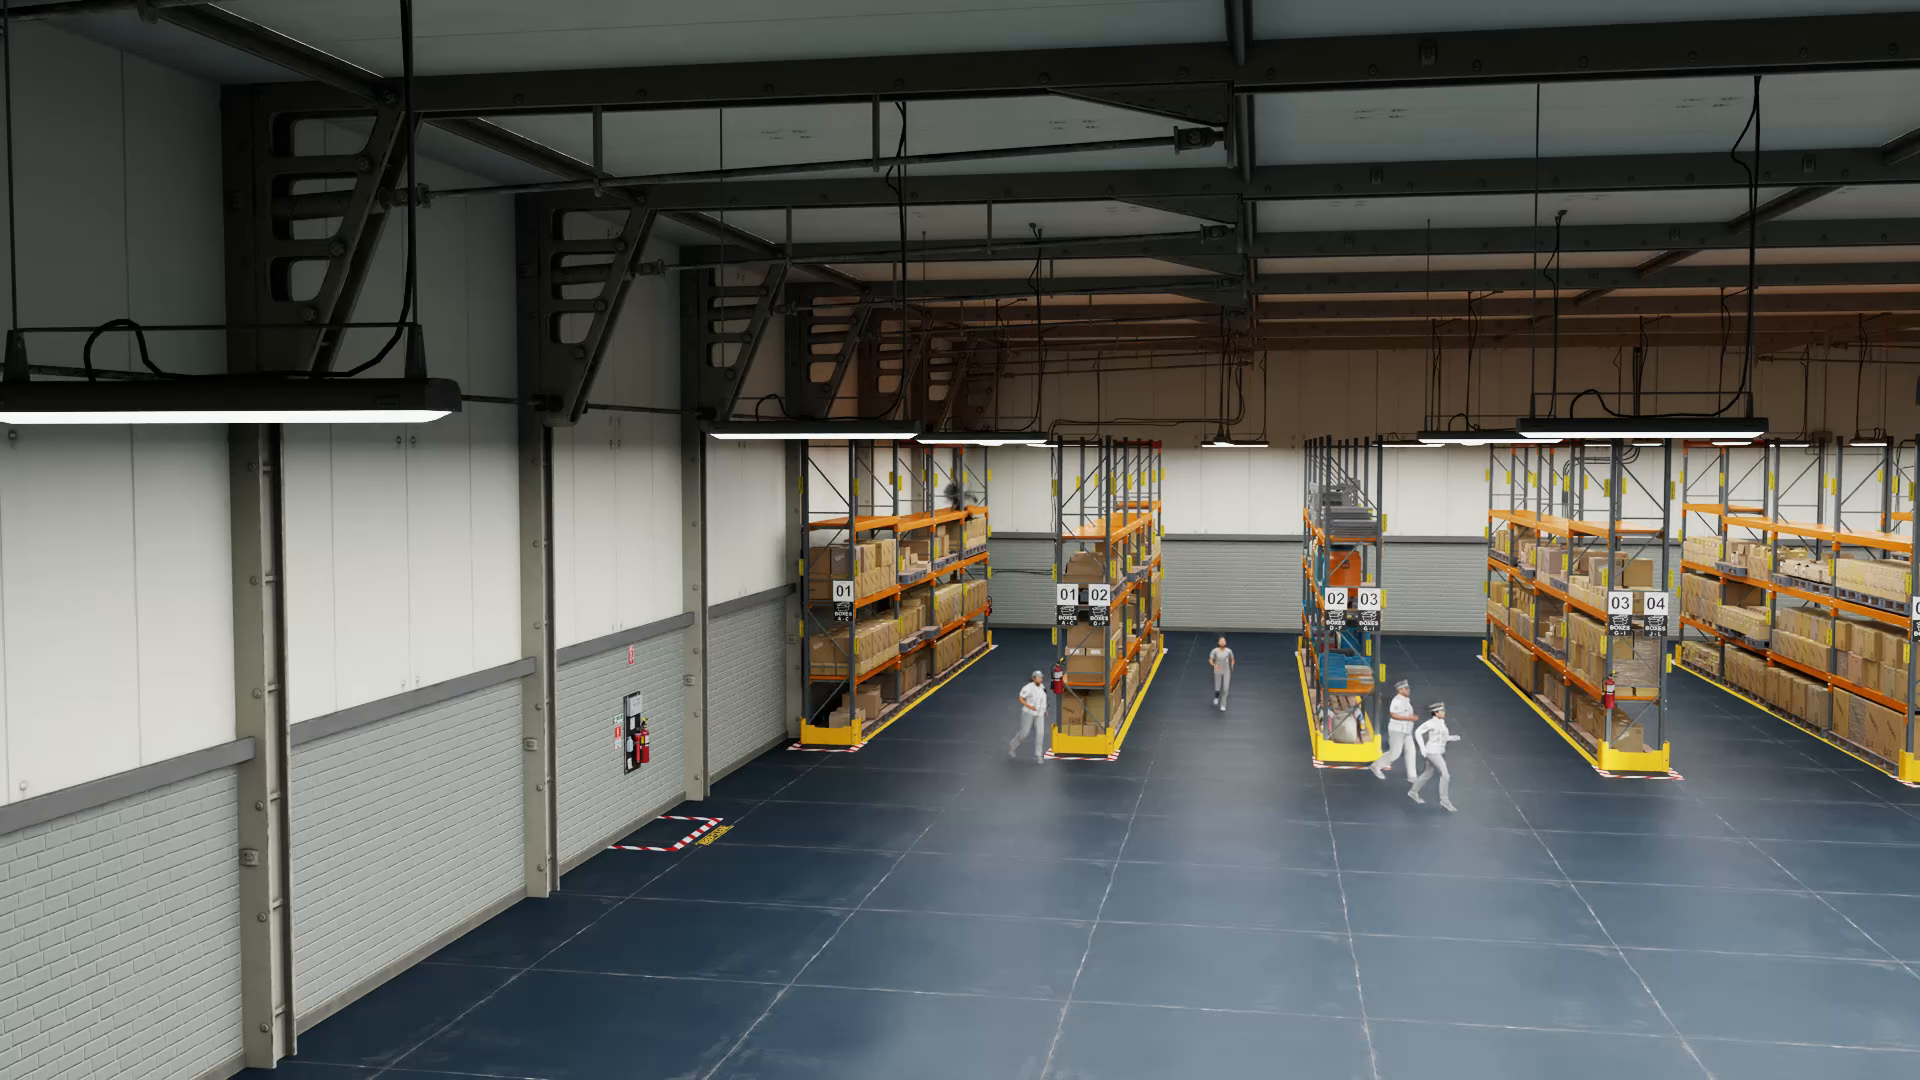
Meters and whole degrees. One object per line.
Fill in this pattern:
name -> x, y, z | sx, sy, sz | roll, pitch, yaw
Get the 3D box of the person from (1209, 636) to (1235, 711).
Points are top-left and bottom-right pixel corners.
person -> 5.779, 2.927, 36.644 | 0.565, 1.619, 0.641 | 0, 3, 0

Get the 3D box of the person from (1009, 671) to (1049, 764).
person -> 1.370, 3.237, 30.660 | 0.692, 1.649, 0.924 | -2, 4, -30

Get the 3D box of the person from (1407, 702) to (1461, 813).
person -> 7.544, 3.433, 26.496 | 0.848, 1.739, 0.580 | 2, 4, 31

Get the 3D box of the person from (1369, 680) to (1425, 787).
person -> 7.542, 3.291, 28.539 | 0.952, 1.806, 0.665 | 2, 4, 34
